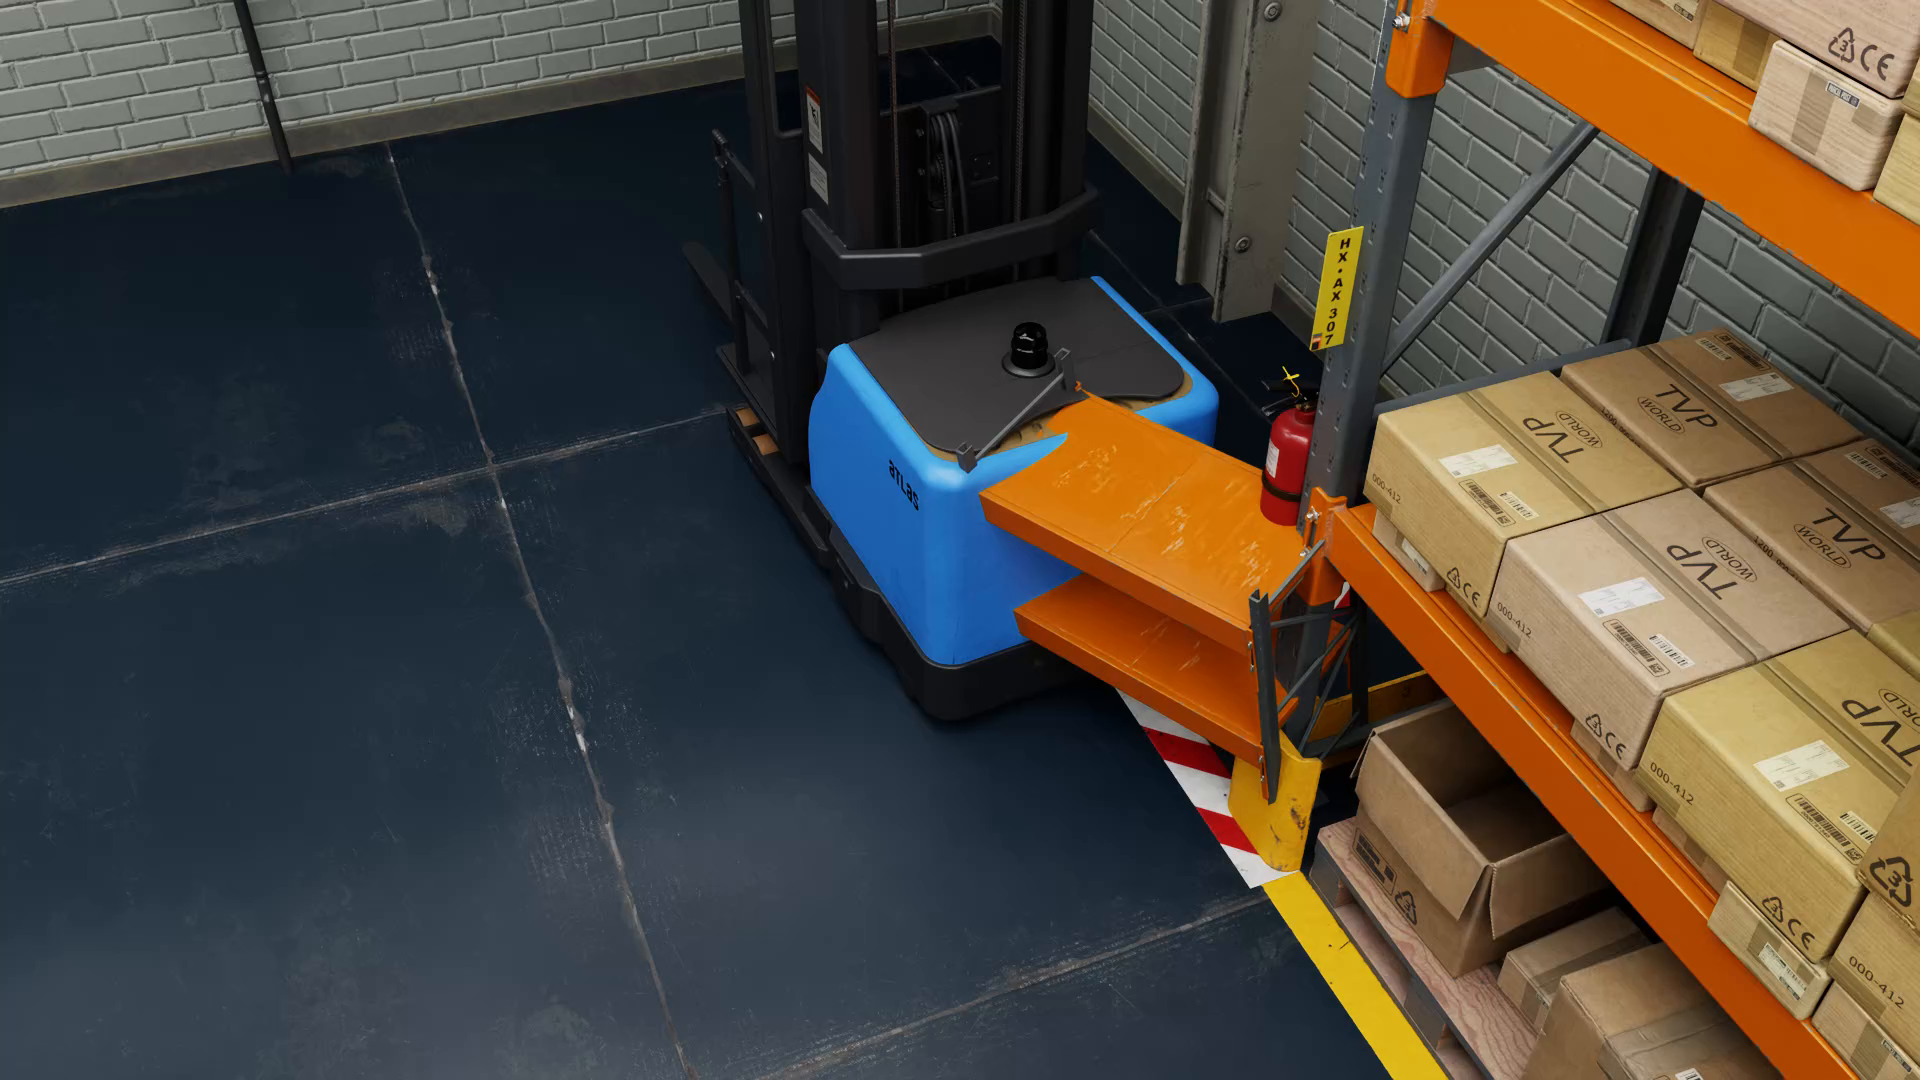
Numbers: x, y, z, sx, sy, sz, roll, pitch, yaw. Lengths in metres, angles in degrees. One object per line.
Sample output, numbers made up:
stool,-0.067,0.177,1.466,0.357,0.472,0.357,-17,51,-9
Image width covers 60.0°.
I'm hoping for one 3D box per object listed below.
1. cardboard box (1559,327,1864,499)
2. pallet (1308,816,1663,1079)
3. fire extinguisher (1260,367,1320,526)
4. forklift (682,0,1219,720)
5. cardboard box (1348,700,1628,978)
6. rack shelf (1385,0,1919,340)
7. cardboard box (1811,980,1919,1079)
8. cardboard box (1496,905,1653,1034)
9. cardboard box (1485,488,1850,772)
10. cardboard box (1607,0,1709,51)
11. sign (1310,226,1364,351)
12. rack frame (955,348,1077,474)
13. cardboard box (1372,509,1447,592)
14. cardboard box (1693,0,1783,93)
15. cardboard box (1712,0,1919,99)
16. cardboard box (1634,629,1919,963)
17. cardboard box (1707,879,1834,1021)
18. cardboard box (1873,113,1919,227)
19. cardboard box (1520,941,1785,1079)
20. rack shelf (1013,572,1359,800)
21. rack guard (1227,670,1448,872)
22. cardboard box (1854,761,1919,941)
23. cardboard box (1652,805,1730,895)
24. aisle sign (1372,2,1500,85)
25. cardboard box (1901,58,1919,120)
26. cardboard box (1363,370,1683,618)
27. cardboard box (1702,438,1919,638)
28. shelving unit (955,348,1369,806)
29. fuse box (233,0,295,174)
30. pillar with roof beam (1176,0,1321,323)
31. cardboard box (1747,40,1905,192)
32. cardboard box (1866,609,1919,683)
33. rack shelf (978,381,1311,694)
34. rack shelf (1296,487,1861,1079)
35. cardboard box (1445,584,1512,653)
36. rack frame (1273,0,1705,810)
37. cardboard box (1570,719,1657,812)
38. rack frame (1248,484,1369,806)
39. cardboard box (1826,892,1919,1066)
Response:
cardboard box,1.826,-0.251,4.128,0.500,0.250,0.500,-14,43,-16
pallet,1.740,1.178,4.719,1.003,0.211,1.213,-15,43,-17
fire extinguisher,0.921,-0.208,4.537,0.296,0.674,0.183,-15,43,-17
forklift,-0.277,-1.479,5.722,1.130,2.935,3.031,-18,44,-20
cardboard box,1.551,0.774,4.642,0.797,0.503,0.637,-17,43,-19
rack shelf,2.170,-0.065,2.277,1.077,0.370,4.000,-15,43,-17
cardboard box,1.844,0.898,3.098,0.380,0.149,0.250,-14,43,-16
cardboard box,1.678,1.174,4.449,0.380,0.149,0.250,-17,43,-19
cardboard box,1.523,0.183,3.624,0.500,0.250,0.500,-15,43,-16
cardboard box,1.436,-1.046,3.058,0.380,0.149,0.250,-14,43,-16
sign,0.903,-0.598,3.981,0.100,0.325,0.005,-15,43,-17
rack frame,0.264,-0.044,5.305,0.032,1.125,0.500,28,61,33
cardboard box,1.277,-0.044,4.193,0.380,0.149,0.250,-15,43,-17
cardboard box,1.519,-0.888,2.874,0.380,0.149,0.250,-15,43,-17
cardboard box,1.535,-0.962,2.655,0.500,0.250,0.500,-14,43,-16
cardboard box,1.720,0.487,3.270,0.500,0.250,0.500,-16,43,-18
cardboard box,1.724,0.744,3.276,0.380,0.149,0.250,-16,43,-18
cardboard box,1.626,-0.556,2.488,0.380,0.149,0.250,-15,43,-17
cardboard box,1.842,1.300,4.033,0.700,0.500,0.500,-13,42,-15
rack shelf,0.684,0.319,5.208,1.000,0.278,0.538,28,61,33
rack guard,1.434,0.588,5.183,1.175,0.500,0.348,-15,43,-17
cardboard box,1.904,0.498,2.682,0.500,0.500,0.500,-14,43,-16
cardboard box,1.697,0.573,3.475,0.380,0.149,0.250,-14,43,-16
aisle sign,1.107,-1.359,3.536,0.394,0.787,0.004,-15,43,-17
cardboard box,1.720,-0.651,2.293,0.500,0.250,0.500,-16,43,-18
cardboard box,1.329,-0.121,3.977,0.500,0.250,0.500,-15,43,-17
cardboard box,2.022,0.060,3.766,0.500,0.250,0.500,-15,43,-17
shelving unit,0.639,0.159,5.029,1.048,1.125,0.538,28,61,33
fuse box,-3.362,-2.504,7.849,0.539,1.711,0.414,-15,43,-17
pillar with roof beam,-2.772,-3.455,3.367,9.100,9.000,0.400,-15,43,-17
cardboard box,1.519,-0.712,2.669,0.380,0.149,0.250,-14,43,-16
cardboard box,2.207,0.360,3.418,0.500,0.250,0.500,-14,43,-16
rack shelf,0.584,-0.033,4.814,1.000,0.278,0.538,28,61,33
rack shelf,2.170,1.072,3.255,1.077,0.370,4.000,-15,43,-17
cardboard box,1.417,0.098,4.028,0.380,0.149,0.250,-14,43,-16
rack frame,1.405,-0.406,4.421,1.000,3.000,0.127,-15,43,-17
cardboard box,1.590,0.415,3.660,0.380,0.149,0.250,-14,43,-16
rack frame,1.014,0.361,4.752,0.032,1.125,0.500,28,61,33
cardboard box,1.935,0.790,2.918,0.500,0.250,0.500,-16,43,-18
